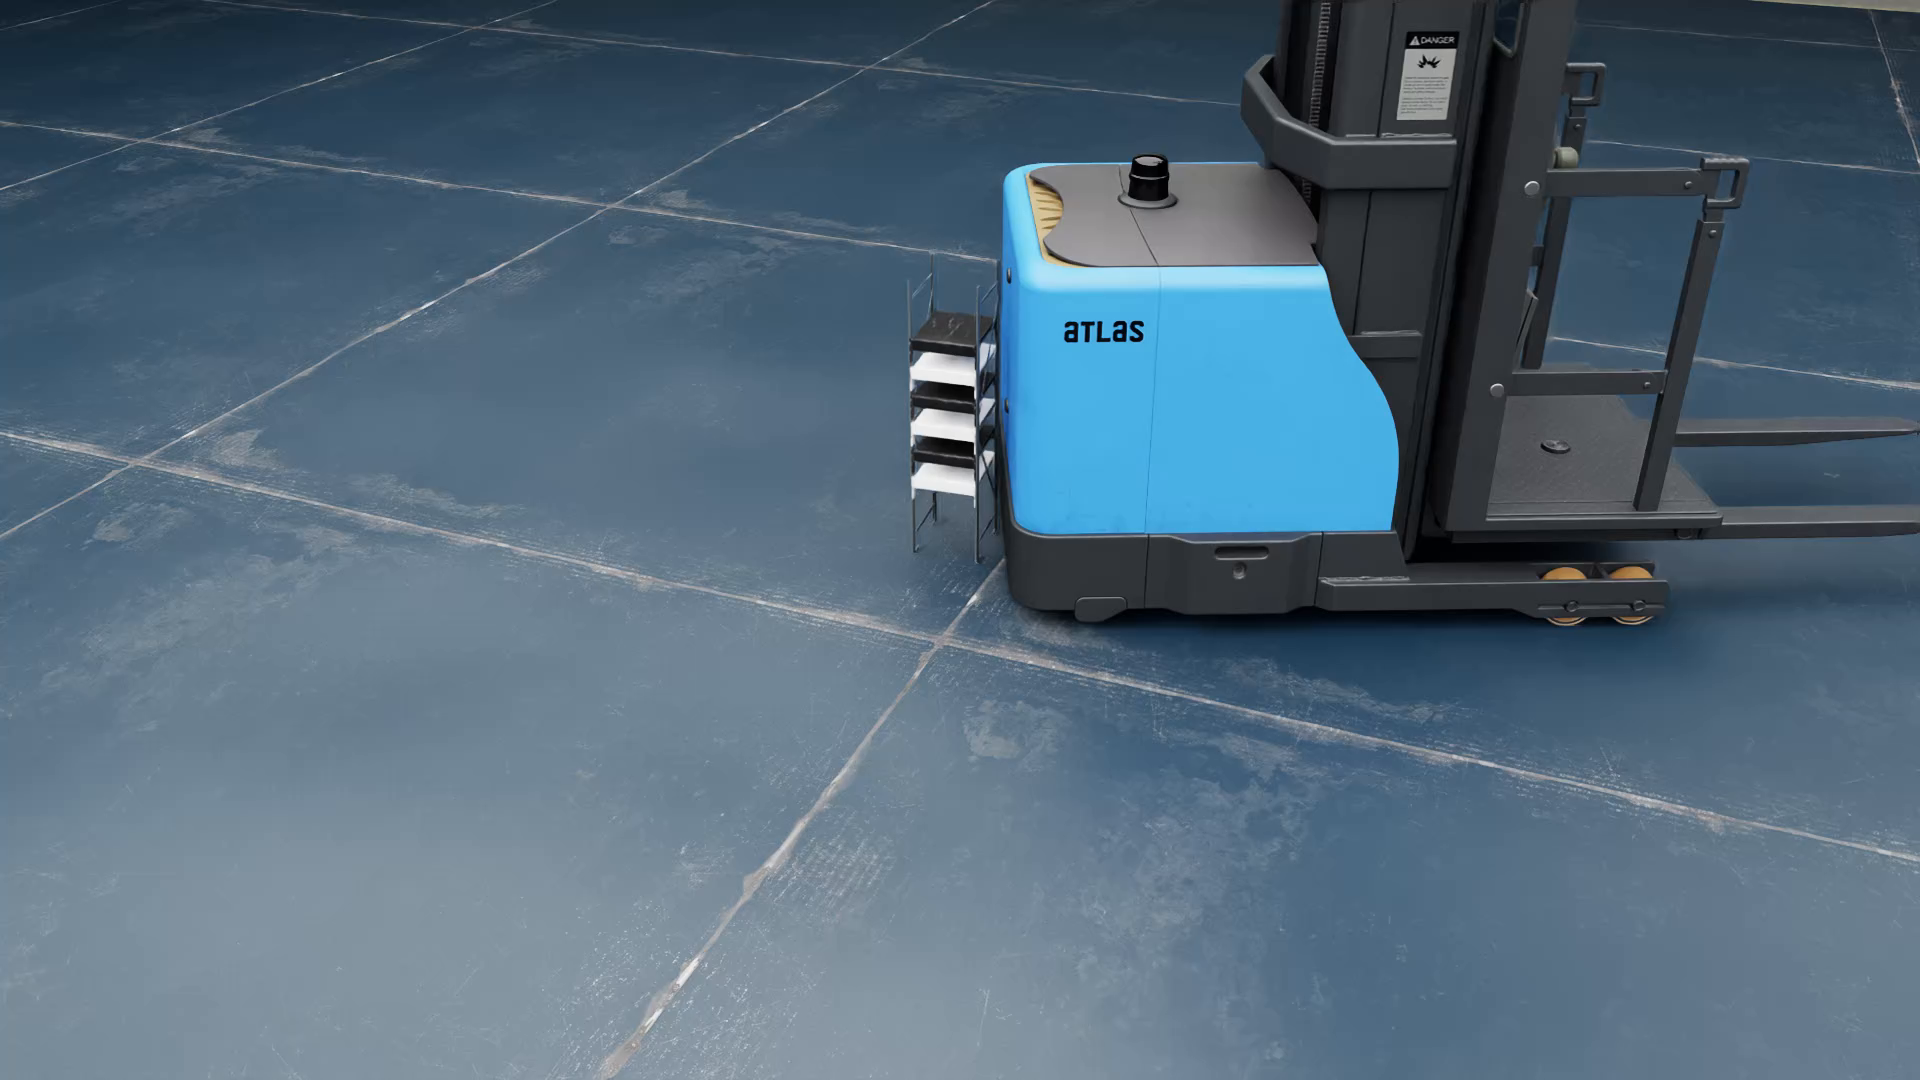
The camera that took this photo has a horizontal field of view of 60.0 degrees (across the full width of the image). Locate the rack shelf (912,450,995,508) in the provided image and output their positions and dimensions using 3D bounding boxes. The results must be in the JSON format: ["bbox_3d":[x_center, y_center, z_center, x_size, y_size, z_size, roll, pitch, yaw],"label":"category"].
[{"bbox_3d":[-0.015,-0.202,5.127,0.200,0.077,0.258,8,31,14],"label":"rack shelf"}]

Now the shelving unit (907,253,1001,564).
[{"bbox_3d":[-0.015,-0.388,5.022,0.210,0.900,0.258,8,31,14],"label":"shelving unit"}]

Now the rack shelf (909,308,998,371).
[{"bbox_3d":[-0.015,-0.594,4.905,0.200,0.077,0.258,8,31,14],"label":"rack shelf"}]

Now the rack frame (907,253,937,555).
[{"bbox_3d":[-0.113,-0.402,5.047,0.006,0.900,0.240,8,31,14],"label":"rack frame"}]

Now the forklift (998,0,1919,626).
[{"bbox_3d":[1.647,-1.289,4.552,3.031,2.935,1.130,-1,29,-1],"label":"forklift"}]

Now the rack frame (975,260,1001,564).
[{"bbox_3d":[0.082,-0.374,4.997,0.006,0.900,0.240,8,31,14],"label":"rack frame"}]

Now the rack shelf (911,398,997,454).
[{"bbox_3d":[-0.015,-0.359,5.038,0.200,0.077,0.258,8,31,14],"label":"rack shelf"}]

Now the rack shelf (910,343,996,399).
[{"bbox_3d":[-0.015,-0.516,4.950,0.200,0.077,0.258,8,31,14],"label":"rack shelf"}]

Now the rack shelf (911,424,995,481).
[{"bbox_3d":[-0.015,-0.281,5.083,0.200,0.077,0.258,8,31,14],"label":"rack shelf"}]

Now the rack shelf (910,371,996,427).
[{"bbox_3d":[-0.015,-0.437,4.994,0.200,0.077,0.258,8,31,14],"label":"rack shelf"}]
